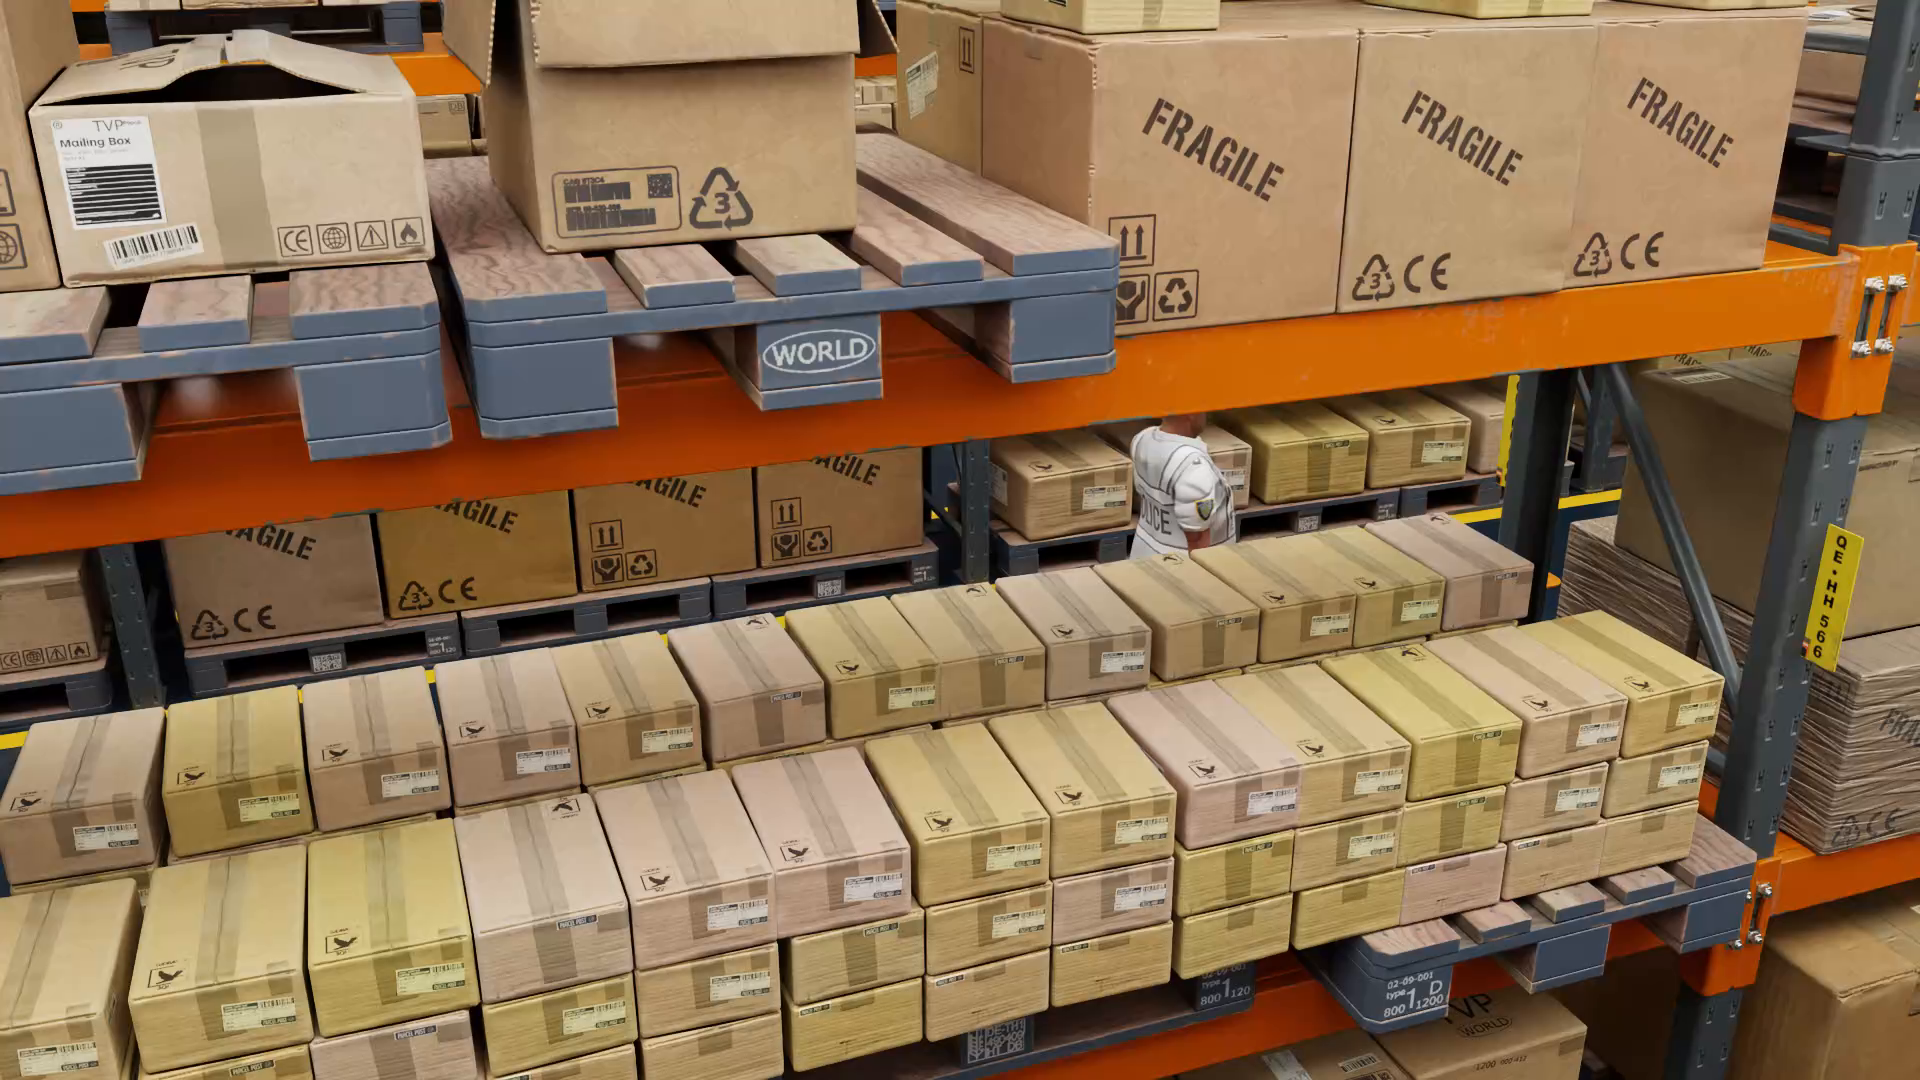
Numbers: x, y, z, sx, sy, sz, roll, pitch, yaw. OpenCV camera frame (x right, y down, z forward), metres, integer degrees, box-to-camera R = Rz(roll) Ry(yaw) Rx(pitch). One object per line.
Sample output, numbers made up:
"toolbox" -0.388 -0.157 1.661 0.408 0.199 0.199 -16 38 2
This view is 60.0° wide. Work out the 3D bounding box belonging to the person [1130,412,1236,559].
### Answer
"person" 0.895 0.161 6.730 0.392 1.798 0.527 -8 24 -18
